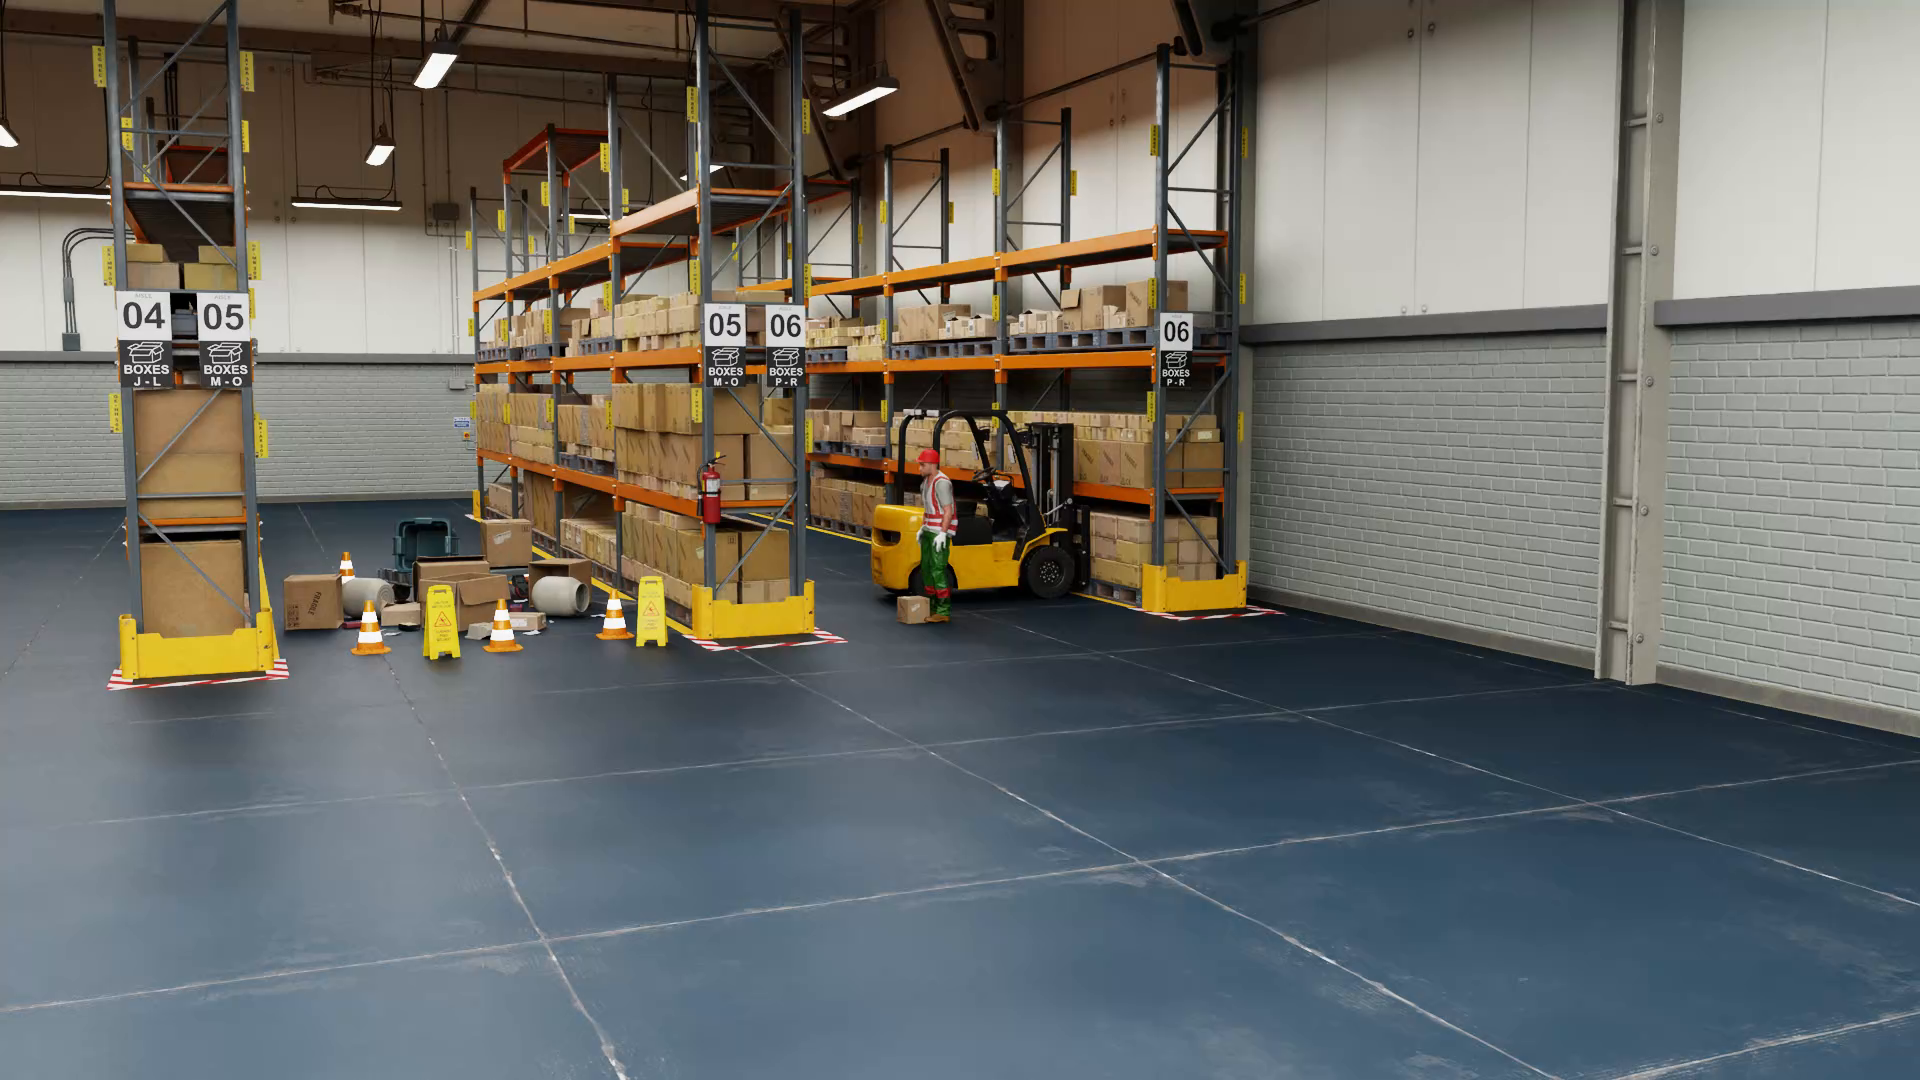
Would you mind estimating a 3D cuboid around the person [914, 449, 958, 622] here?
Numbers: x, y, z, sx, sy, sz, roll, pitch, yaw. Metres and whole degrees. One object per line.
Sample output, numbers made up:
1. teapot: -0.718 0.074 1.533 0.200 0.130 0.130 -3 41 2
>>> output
1. person: -0.272 -0.050 17.156 0.449 1.780 0.607 -2 6 -24
